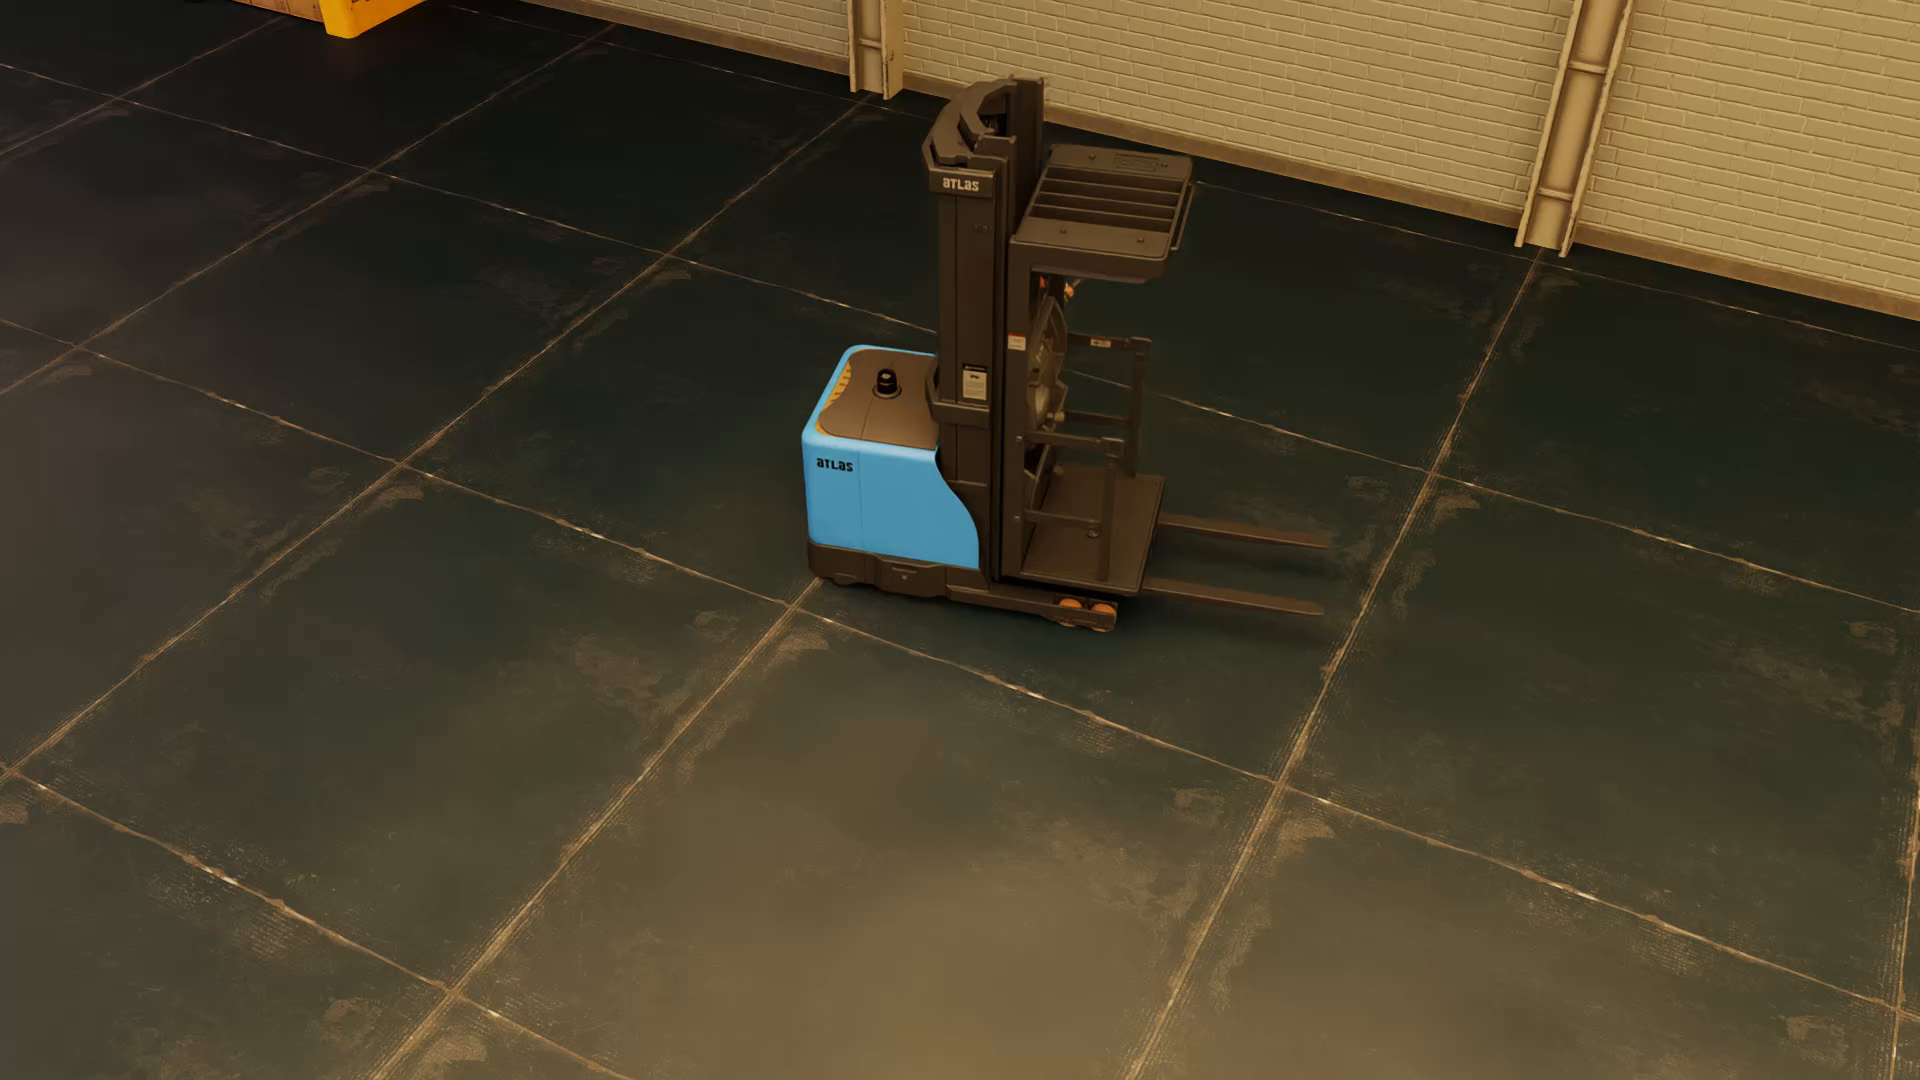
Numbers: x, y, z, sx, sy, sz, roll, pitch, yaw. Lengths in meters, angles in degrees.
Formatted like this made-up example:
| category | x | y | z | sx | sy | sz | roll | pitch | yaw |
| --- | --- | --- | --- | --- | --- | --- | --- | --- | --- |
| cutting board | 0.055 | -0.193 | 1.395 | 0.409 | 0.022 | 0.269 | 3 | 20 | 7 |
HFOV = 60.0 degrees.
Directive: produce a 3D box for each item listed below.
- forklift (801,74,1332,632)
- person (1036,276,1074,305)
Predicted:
| category | x | y | z | sx | sy | sz | roll | pitch | yaw |
| --- | --- | --- | --- | --- | --- | --- | --- | --- | --- |
| forklift | 0.666 | -0.966 | 9.134 | 3.031 | 2.935 | 1.130 | 9 | 41 | 10 |
| person | 0.546 | -1.572 | 11.065 | 1.081 | 1.439 | 0.836 | -21 | 45 | -23 |
